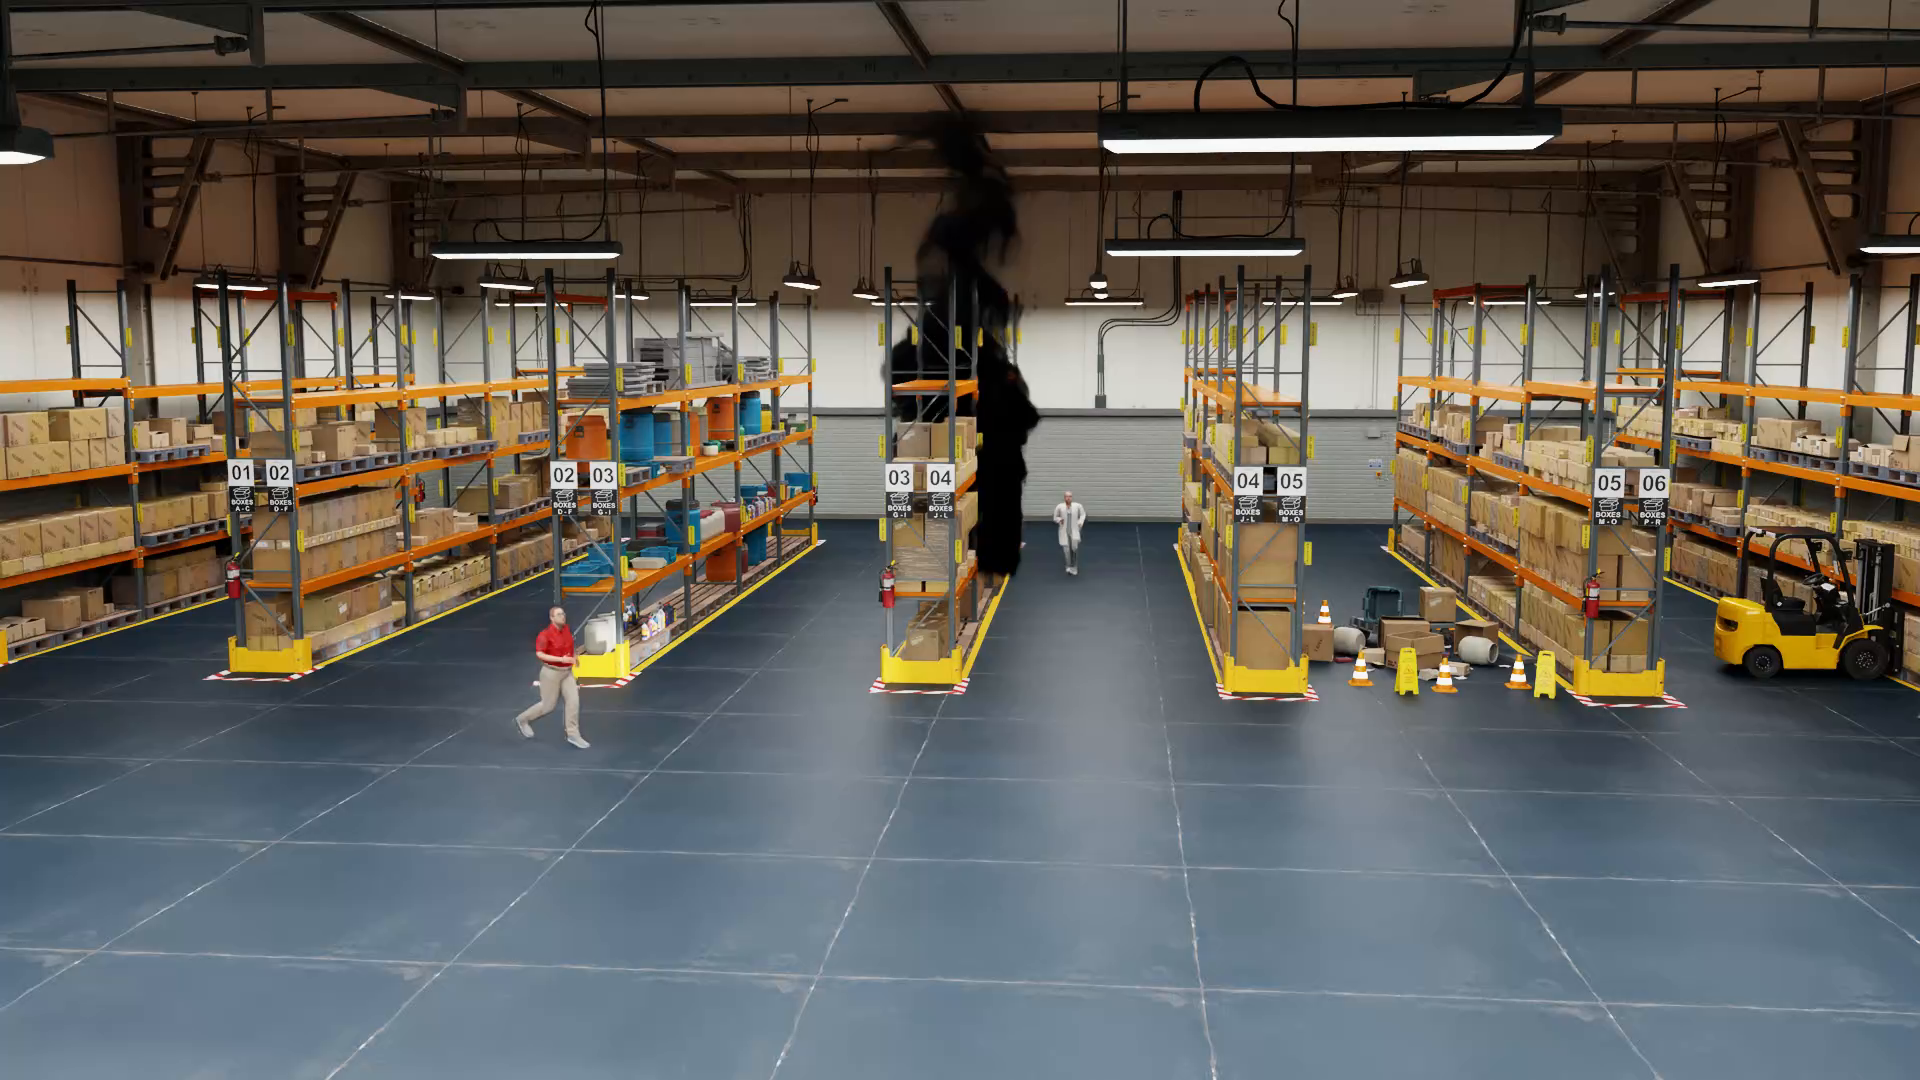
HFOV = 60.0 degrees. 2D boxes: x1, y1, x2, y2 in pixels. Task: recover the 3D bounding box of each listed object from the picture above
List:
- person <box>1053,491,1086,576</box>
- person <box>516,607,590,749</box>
[{"bbox_3d":[2.307,-0.128,35.120,0.681,1.796,0.775,1,7,5],"label":"person"},{"bbox_3d":[-4.992,1.676,20.483,0.969,1.742,0.672,4,8,29],"label":"person"}]
